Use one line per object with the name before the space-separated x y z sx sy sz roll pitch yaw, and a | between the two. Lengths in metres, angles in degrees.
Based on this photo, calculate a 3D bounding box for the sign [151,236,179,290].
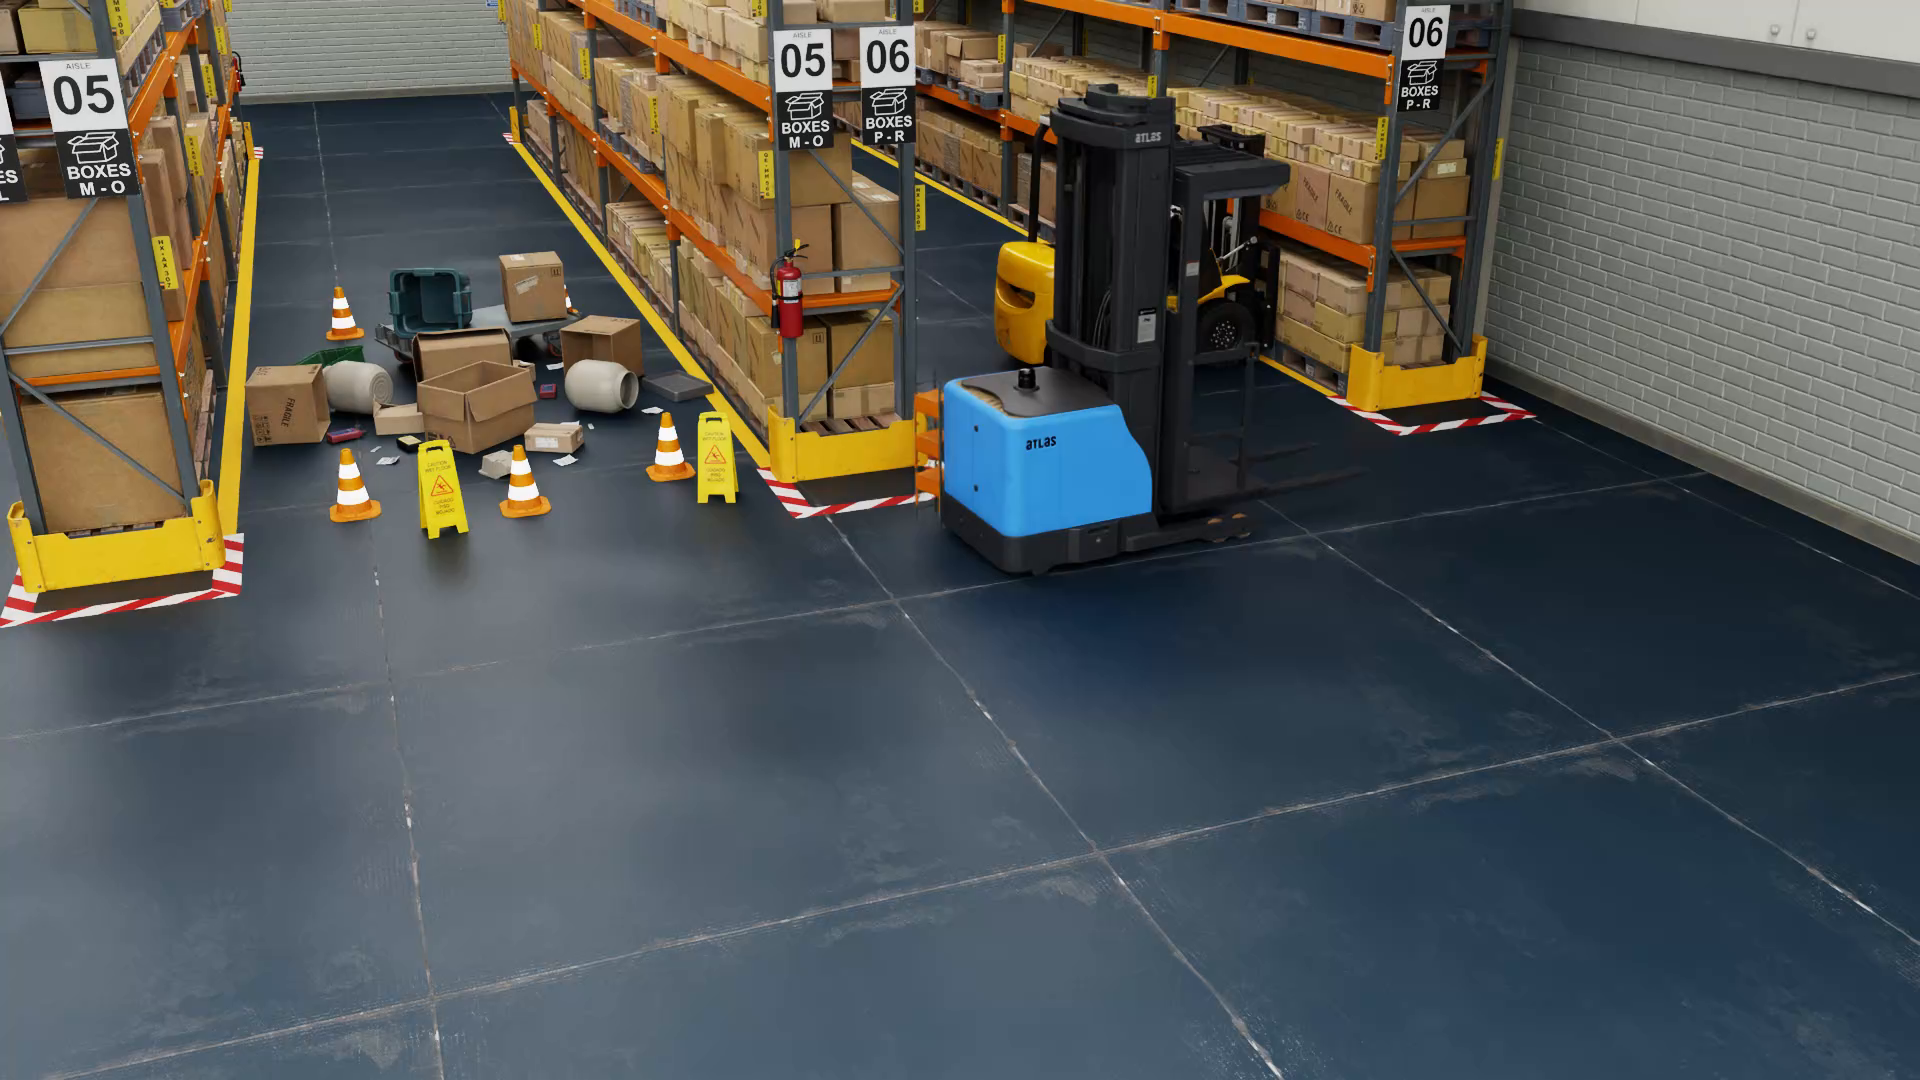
sign | -4.879 -1.701 10.207 0.100 0.325 0.005 -8 24 -19

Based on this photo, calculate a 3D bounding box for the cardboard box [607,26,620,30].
cardboard box | -3.930 -5.903 19.977 0.500 0.500 0.500 -8 24 -17

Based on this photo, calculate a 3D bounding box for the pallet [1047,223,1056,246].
pallet | 1.692 -3.465 19.198 1.003 0.211 1.213 -8 24 -19

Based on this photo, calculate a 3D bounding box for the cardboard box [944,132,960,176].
cardboard box | 0.105 -5.222 22.455 0.500 0.500 0.500 -9 25 -21

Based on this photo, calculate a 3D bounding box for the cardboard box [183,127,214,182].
cardboard box | -7.465 -3.655 15.930 0.500 0.500 0.500 -9 24 -20

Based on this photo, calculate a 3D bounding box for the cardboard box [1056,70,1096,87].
cardboard box | 1.314 -5.218 18.804 0.380 0.149 0.250 -8 24 -18

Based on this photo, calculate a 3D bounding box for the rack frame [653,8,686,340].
rack frame | -2.219 -3.361 15.362 1.000 3.000 0.127 -8 24 -19

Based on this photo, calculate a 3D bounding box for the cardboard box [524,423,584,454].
cardboard box | -3.158 -0.793 12.939 0.380 0.149 0.250 4 23 9

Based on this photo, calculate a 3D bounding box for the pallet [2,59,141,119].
pallet | -5.673 -2.801 10.286 1.003 0.211 1.213 -8 24 -19

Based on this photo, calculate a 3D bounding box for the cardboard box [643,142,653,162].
cardboard box | -2.860 -3.775 16.126 0.380 0.149 0.250 -9 24 -20

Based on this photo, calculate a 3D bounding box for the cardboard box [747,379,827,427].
cardboard box | -1.351 -1.099 12.996 0.500 0.250 0.500 -8 24 -19

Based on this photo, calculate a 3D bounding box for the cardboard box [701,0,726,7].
cardboard box | -1.774 -4.176 12.731 0.380 0.149 0.250 -8 24 -18

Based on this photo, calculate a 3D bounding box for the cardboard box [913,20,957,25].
cardboard box | -0.441 -6.983 23.287 0.700 0.500 0.500 -8 24 -18

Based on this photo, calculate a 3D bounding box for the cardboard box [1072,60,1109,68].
cardboard box | 1.546 -5.569 19.637 0.380 0.149 0.250 -8 24 -19

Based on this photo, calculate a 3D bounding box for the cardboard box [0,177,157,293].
cardboard box | -5.496 -1.898 10.309 0.875 0.550 0.550 -8 24 -19

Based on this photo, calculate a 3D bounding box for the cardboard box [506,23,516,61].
cardboard box | -6.557 -7.553 25.180 0.500 0.500 0.500 -9 24 -19

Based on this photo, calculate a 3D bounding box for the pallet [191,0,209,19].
pallet | -7.950 -5.167 16.028 1.213 0.211 1.003 -7 24 -17

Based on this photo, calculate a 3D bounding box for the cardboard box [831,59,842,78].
cardboard box | -0.795 -3.422 11.969 0.380 0.149 0.250 -9 25 -21

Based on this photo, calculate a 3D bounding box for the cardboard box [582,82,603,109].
cardboard box | -4.040 -5.117 19.077 0.500 0.250 0.500 -8 24 -19

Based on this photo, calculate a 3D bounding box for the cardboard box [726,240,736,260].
cardboard box | -1.655 -2.353 13.295 0.380 0.149 0.250 -9 24 -20

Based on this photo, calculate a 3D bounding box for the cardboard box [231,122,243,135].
cardboard box | -10.383 -5.826 23.574 0.380 0.149 0.250 -9 24 -20

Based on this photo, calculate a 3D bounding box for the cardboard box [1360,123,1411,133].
cardboard box | 3.677 -3.509 14.366 0.380 0.149 0.250 -8 24 -19

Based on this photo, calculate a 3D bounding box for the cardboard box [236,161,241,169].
cardboard box | -9.964 -5.074 22.556 0.380 0.149 0.250 -9 24 -20

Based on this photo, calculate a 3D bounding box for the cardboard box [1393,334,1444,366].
cardboard box | 3.846 -1.722 14.472 0.500 0.250 0.500 -8 24 -19

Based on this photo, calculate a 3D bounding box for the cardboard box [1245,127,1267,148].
cardboard box | 2.818 -3.672 15.136 0.380 0.149 0.250 -9 24 -20

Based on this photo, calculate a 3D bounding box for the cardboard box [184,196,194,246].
cardboard box | -6.672 -2.582 13.320 0.875 0.550 0.550 -8 24 -19

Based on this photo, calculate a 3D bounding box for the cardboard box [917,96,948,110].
cardboard box | -0.388 -6.173 23.493 0.380 0.149 0.250 -10 25 -22

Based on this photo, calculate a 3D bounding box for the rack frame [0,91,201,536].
rack frame | -5.401 -1.192 10.215 1.000 3.000 0.127 -8 24 -19

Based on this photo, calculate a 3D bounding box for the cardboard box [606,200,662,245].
cardboard box | -3.441 -3.590 18.749 0.950 0.372 0.625 -10 25 -23

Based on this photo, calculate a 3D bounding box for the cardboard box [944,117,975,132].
cardboard box | -0.005 -5.658 22.654 0.380 0.149 0.250 -7 24 -17

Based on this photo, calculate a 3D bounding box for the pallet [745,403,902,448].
pallet | -1.086 -0.950 13.233 1.003 0.211 1.213 -8 24 -19

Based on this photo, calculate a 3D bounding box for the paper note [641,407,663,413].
paper note | -2.542 -1.078 13.768 0.142 0.019 0.148 -18 29 -37

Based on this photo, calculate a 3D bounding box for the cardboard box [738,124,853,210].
cardboard box | -1.190 -2.707 12.011 0.700 0.500 0.500 -9 24 -20

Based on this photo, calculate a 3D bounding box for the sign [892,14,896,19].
sign | -0.907 -7.272 23.526 0.100 0.325 0.005 -8 24 -19

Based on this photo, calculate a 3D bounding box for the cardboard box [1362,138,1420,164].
cardboard box | 3.513 -3.173 13.570 0.380 0.149 0.250 -8 24 -19

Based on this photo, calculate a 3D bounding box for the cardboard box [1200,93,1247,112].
cardboard box | 2.534 -4.195 15.993 0.380 0.149 0.250 -9 24 -20

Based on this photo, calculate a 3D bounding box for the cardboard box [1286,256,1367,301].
cardboard box | 3.196 -2.286 14.525 0.500 0.250 0.500 -8 24 -18

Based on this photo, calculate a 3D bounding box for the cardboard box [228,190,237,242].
cardboard box | -8.419 -3.614 18.641 0.500 0.500 0.500 -8 24 -18

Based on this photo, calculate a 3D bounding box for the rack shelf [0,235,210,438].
rack shelf | -6.107 -1.587 12.079 1.077 0.370 4.000 -8 24 -19

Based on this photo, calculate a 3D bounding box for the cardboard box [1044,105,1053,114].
cardboard box | 1.300 -4.863 19.119 0.500 0.250 0.500 -9 25 -21

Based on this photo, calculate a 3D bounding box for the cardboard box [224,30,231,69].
cardboard box | -10.288 -6.690 22.748 0.500 0.500 0.500 -8 24 -19

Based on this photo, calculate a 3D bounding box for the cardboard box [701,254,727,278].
cardboard box | -1.994 -2.343 14.145 0.380 0.149 0.250 -7 24 -16

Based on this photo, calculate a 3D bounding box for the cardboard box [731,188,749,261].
cardboard box | -1.428 -2.433 12.648 0.500 0.500 0.500 -8 24 -19

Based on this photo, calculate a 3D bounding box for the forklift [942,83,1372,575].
forklift | 1.436 -1.502 11.041 3.031 2.935 1.130 -11 25 -24

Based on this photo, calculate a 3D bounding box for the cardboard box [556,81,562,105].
cardboard box | -4.786 -5.626 20.930 0.500 0.250 0.500 -9 24 -19

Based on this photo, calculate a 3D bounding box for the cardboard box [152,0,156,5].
cardboard box | -6.400 -4.191 12.610 0.500 0.250 0.500 -9 24 -20

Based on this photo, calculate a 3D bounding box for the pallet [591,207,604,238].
pallet | -3.840 -3.826 20.056 1.003 0.211 1.213 -8 24 -19

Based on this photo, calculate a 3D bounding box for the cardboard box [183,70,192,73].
cardboard box | -8.759 -5.213 18.774 0.380 0.149 0.250 -9 24 -20

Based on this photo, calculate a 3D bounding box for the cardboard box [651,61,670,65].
cardboard box | -3.018 -4.878 17.908 0.500 0.500 0.500 -9 24 -20

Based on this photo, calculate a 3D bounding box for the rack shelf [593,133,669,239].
rack shelf | -2.925 -3.756 17.226 1.077 0.370 4.000 -8 24 -19

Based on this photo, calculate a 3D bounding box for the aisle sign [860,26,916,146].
aisle sign | -0.494 -3.125 11.456 0.394 0.787 0.004 -8 24 -19

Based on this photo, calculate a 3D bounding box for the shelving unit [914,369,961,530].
shelving unit | -0.151 -0.618 11.362 0.215 1.050 0.252 -21 30 -40

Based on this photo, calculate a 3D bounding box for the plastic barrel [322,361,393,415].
plastic barrel | -4.978 -1.256 13.685 0.512 0.421 0.421 8 24 18

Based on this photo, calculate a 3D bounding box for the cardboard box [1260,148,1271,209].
cardboard box | 2.873 -3.336 15.174 0.500 0.500 0.500 -8 24 -19

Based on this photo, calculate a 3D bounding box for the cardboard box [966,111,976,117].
cardboard box | 0.304 -5.925 23.288 0.380 0.149 0.250 -10 25 -22

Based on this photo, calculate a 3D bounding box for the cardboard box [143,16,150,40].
cardboard box | -5.934 -3.600 11.721 0.380 0.149 0.250 -9 24 -19

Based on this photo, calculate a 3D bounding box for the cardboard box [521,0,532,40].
cardboard box | -5.830 -7.277 23.238 0.500 0.500 0.500 -8 24 -18

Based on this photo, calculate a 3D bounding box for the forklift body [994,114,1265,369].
forklift body | 1.460 -2.637 14.738 2.313 2.155 1.214 -8 24 -19
